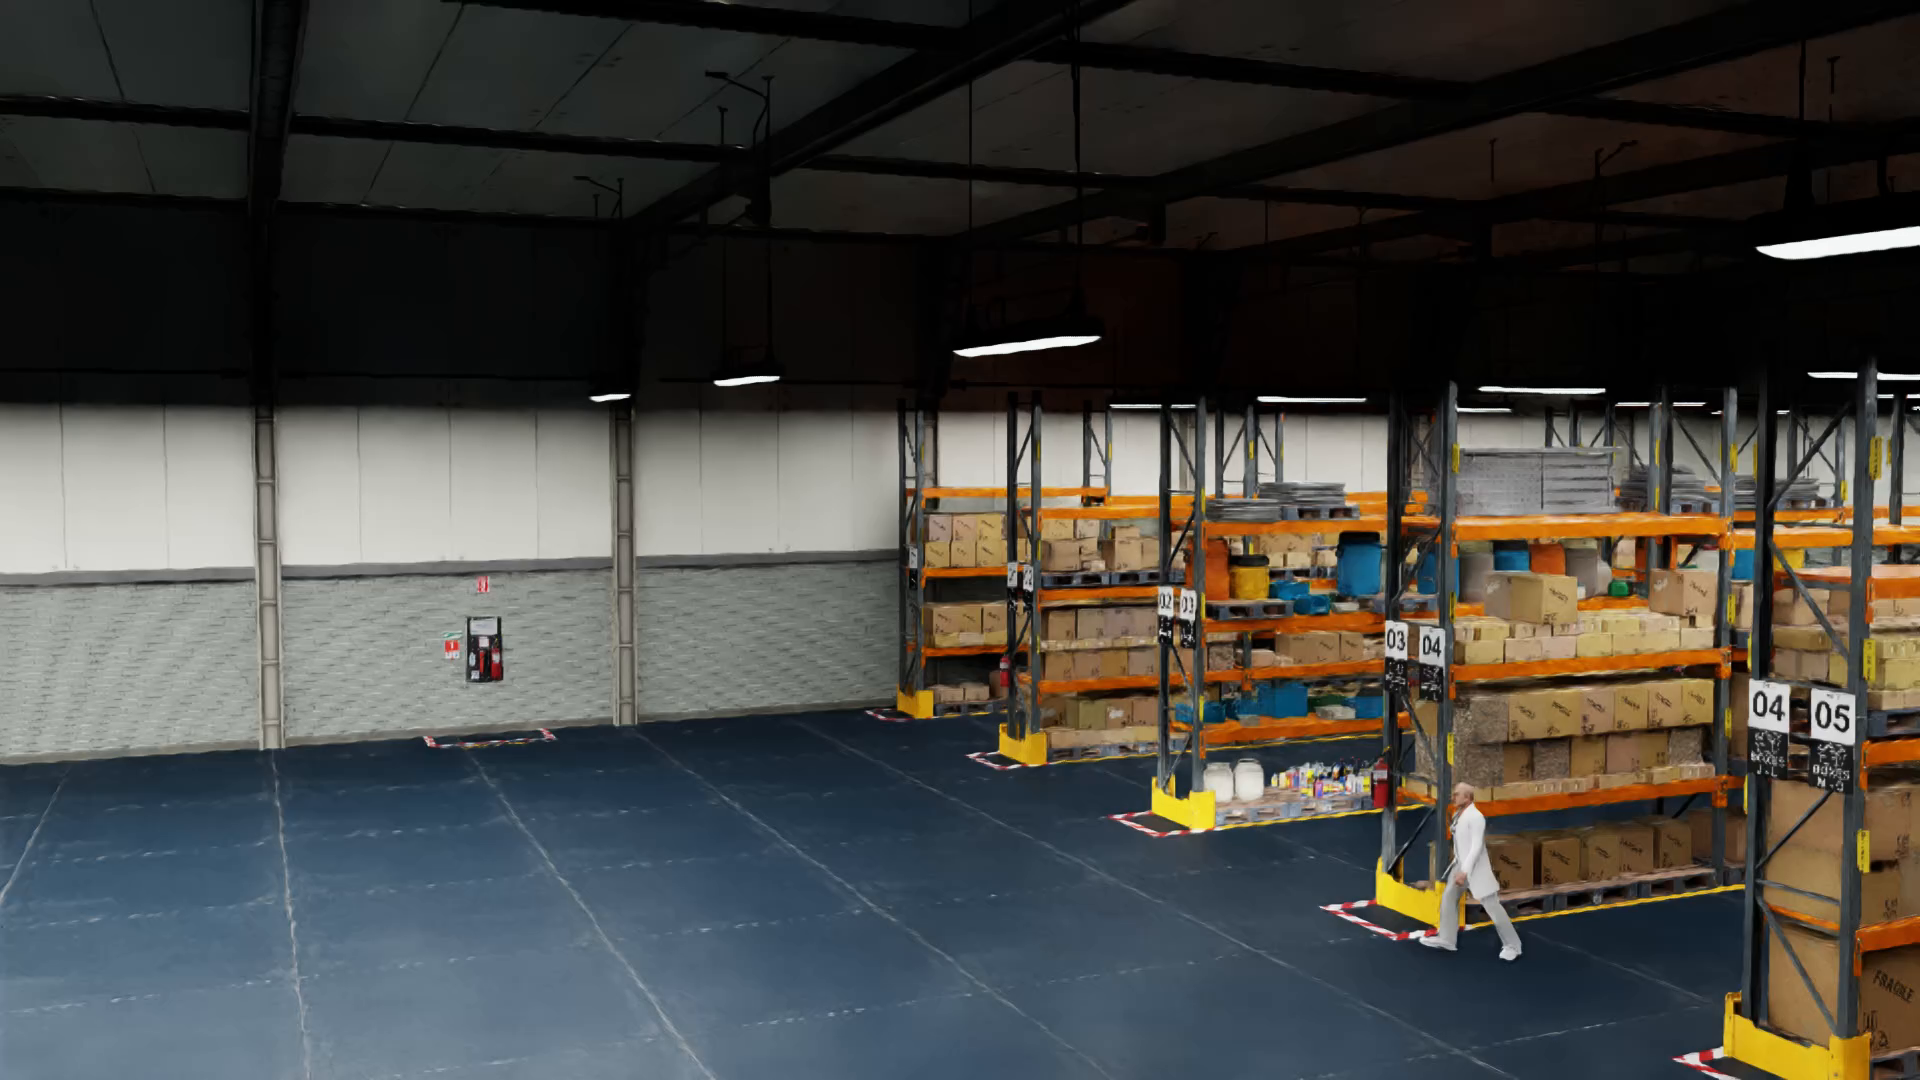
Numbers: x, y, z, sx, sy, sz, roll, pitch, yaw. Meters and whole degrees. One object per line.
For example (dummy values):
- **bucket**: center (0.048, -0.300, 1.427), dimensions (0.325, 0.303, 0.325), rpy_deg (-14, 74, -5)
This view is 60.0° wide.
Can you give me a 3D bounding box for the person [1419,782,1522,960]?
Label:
- **person**: center (5.177, 3.315, 16.727), dimensions (0.886, 1.742, 0.728), rpy_deg (-1, 3, -9)
